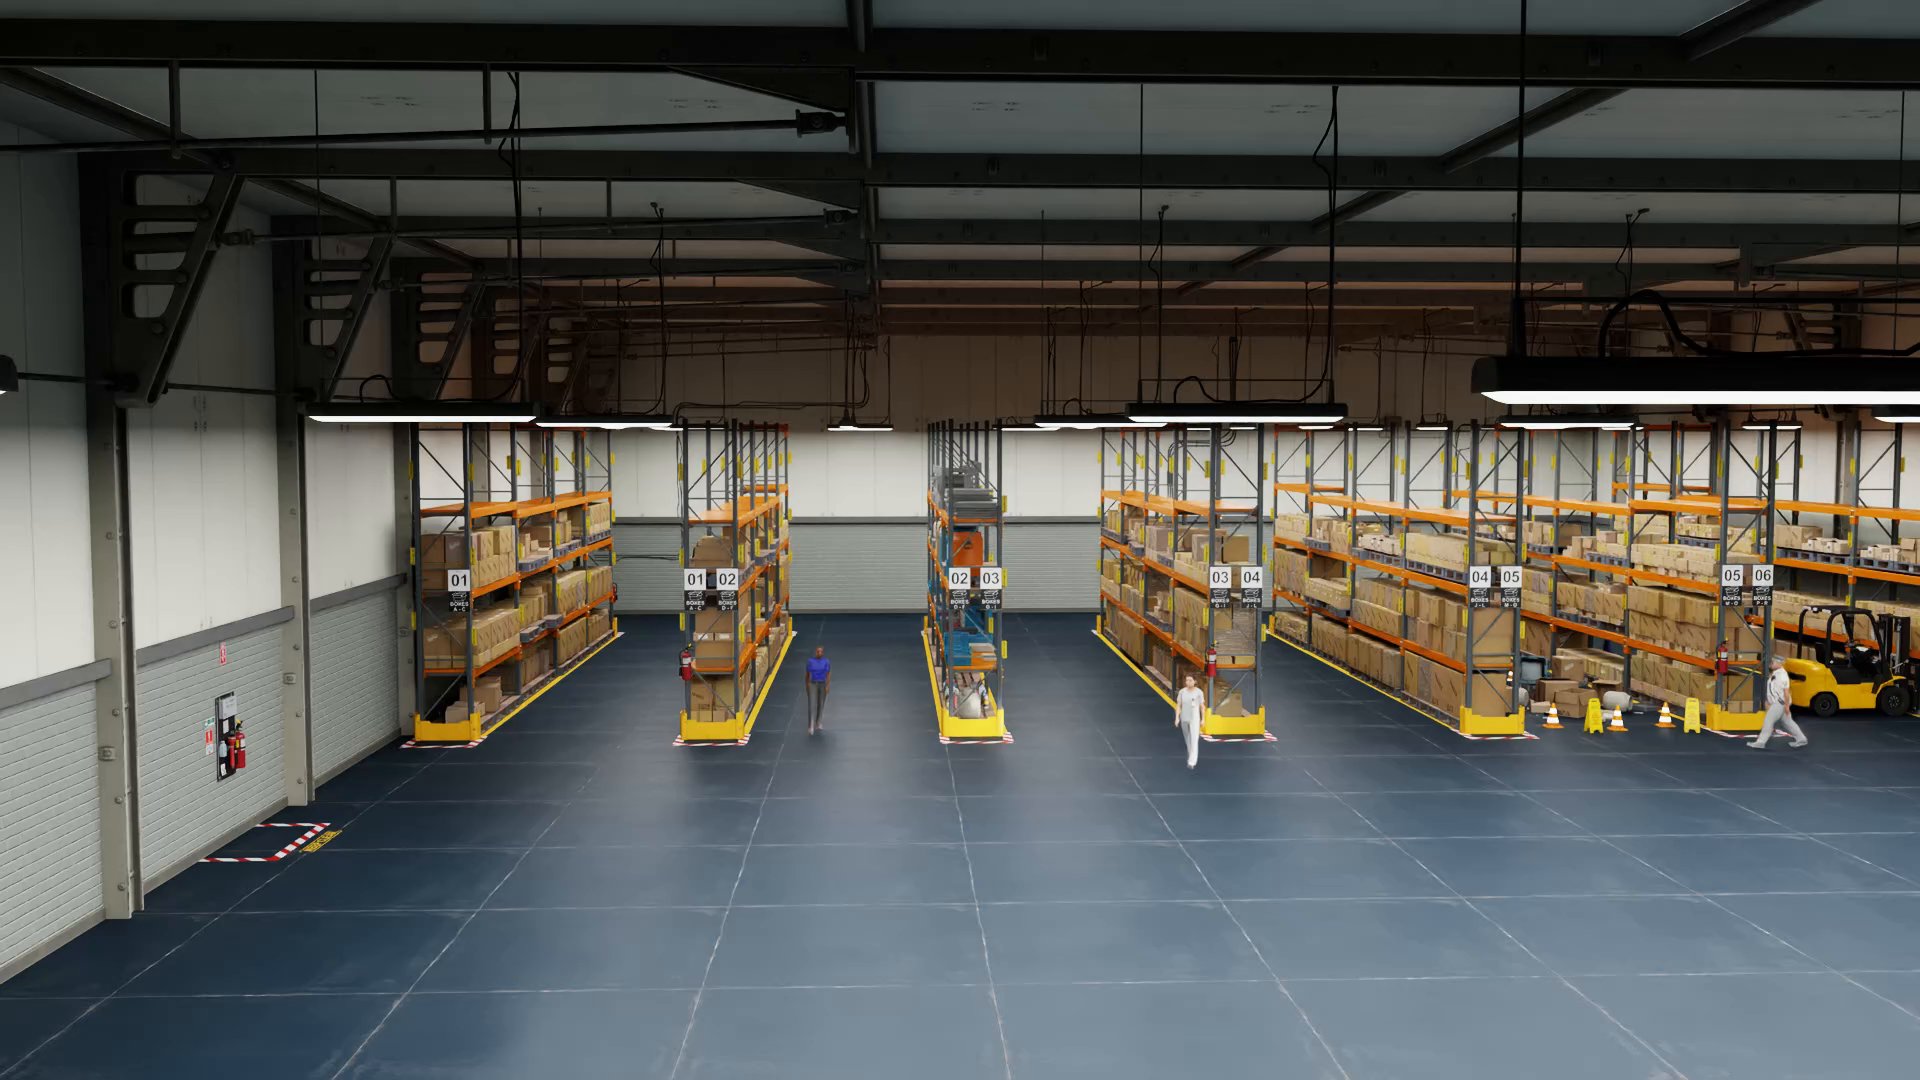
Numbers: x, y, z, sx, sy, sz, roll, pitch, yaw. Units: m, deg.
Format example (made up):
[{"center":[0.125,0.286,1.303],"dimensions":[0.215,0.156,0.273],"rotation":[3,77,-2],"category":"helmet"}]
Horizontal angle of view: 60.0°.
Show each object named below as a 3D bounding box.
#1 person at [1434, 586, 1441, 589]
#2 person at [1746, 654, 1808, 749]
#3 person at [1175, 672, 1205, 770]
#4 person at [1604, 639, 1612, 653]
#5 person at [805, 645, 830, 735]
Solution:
[{"center":[14.630,1.582,50.800],"dimensions":[0.521,1.800,0.593],"rotation":[-1,4,-20],"category":"person"},{"center":[14.814,2.927,30.100],"dimensions":[1.086,1.714,0.547],"rotation":[1,4,13],"category":"person"},{"center":[3.923,3.077,28.384],"dimensions":[0.511,1.608,1.049],"rotation":[2,4,30],"category":"person"},{"center":[16.747,2.172,42.763],"dimensions":[0.491,1.586,0.948],"rotation":[0,4,-1],"category":"person"},{"center":[-2.743,2.855,31.963],"dimensions":[0.504,1.666,0.697],"rotation":[-1,4,-16],"category":"person"}]
